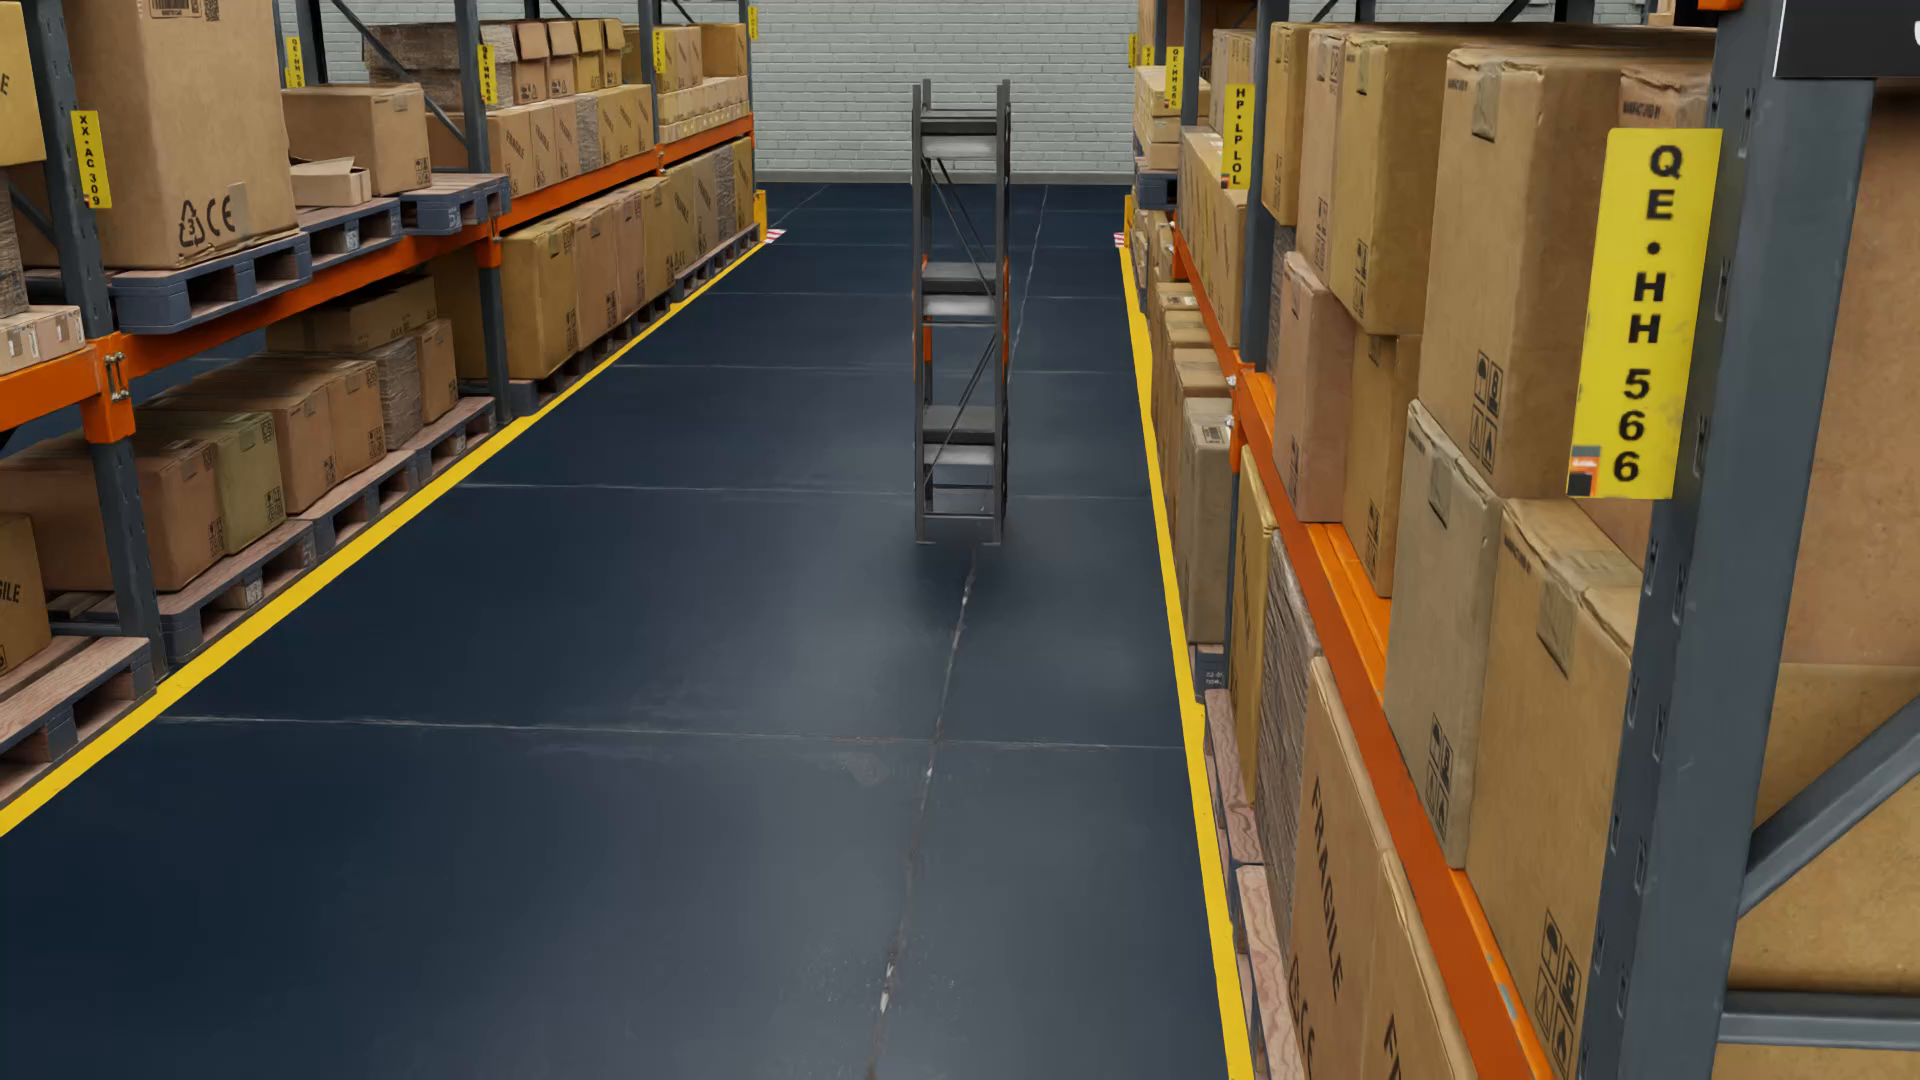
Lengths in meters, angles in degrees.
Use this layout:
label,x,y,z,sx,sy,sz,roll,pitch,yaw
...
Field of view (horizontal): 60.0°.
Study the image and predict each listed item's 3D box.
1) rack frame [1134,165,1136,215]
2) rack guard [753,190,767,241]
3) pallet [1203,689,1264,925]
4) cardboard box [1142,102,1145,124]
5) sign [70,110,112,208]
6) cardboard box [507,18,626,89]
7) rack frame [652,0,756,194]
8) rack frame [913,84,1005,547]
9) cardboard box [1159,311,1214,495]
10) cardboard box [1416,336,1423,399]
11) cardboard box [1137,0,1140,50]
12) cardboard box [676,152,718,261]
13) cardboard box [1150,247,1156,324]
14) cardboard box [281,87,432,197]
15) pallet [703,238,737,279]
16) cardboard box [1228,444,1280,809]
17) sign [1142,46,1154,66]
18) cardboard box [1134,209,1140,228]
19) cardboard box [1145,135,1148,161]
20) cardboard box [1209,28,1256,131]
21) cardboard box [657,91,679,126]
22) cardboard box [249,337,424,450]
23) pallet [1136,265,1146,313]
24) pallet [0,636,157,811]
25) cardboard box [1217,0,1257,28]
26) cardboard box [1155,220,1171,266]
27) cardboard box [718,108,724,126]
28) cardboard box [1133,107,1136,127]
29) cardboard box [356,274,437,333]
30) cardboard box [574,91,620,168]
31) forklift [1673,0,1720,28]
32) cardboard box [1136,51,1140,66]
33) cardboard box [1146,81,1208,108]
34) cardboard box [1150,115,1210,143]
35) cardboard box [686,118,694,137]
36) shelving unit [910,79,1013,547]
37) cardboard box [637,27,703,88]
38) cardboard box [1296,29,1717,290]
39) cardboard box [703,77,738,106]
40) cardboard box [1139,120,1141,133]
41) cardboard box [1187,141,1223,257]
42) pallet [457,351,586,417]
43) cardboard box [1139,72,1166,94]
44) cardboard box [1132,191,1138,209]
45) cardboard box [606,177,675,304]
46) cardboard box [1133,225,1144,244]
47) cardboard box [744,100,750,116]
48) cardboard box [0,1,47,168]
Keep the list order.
label,x,y,z,sx,sy,sz,roll,pitch,yaw
rack frame,2.287,-4.483,16.787,1.000,3.000,0.127,1,18,4
rack guard,-2.652,-3.445,17.632,1.175,0.500,0.348,1,18,4
pallet,1.294,0.804,5.131,1.003,0.211,1.213,1,18,4
cardboard box,1.385,-2.784,10.853,0.380,0.149,0.250,2,18,5
sign,-2.972,-1.300,5.682,0.100,0.325,0.005,1,18,4
cardboard box,-2.978,-3.708,12.651,0.797,0.503,0.637,1,18,2
rack frame,-2.653,-4.625,17.220,1.000,3.000,0.127,1,18,4
rack frame,-0.006,-0.973,7.522,0.400,2.100,0.015,1,18,4
cardboard box,1.520,-0.670,8.089,1.050,0.750,0.750,2,18,5
cardboard box,1.304,-0.043,2.998,0.875,0.550,0.550,1,18,4
cardboard box,1.990,-5.013,16.162,0.500,0.500,0.500,1,18,4
cardboard box,-2.749,-3.055,15.168,0.875,0.875,0.875,1,18,4
cardboard box,1.646,-1.864,12.135,0.500,0.500,0.500,2,18,6
cardboard box,-3.166,-2.043,8.506,0.700,0.500,0.500,4,19,12
pallet,-2.723,-2.672,15.738,1.003,0.211,1.213,1,18,4
cardboard box,1.311,0.248,5.087,0.875,0.875,0.875,2,18,5
sign,1.458,-3.662,12.890,0.100,0.325,0.005,1,18,4
cardboard box,1.861,-3.073,15.910,0.380,0.149,0.250,2,18,6
cardboard box,1.328,-2.399,10.156,0.380,0.149,0.250,2,18,5
cardboard box,1.671,-2.382,8.608,0.700,0.500,0.500,1,18,4
cardboard box,-2.645,-3.593,13.833,0.500,0.250,0.500,1,18,3
cardboard box,-3.282,-0.780,8.795,0.700,0.500,0.500,0,18,-1
pallet,2.013,-2.125,14.068,1.003,0.211,1.213,1,18,4
pallet,-3.527,0.637,5.641,1.003,0.211,1.213,1,18,4
cardboard box,2.275,-4.039,13.189,0.500,0.500,0.500,2,18,5
cardboard box,1.607,-2.061,11.532,0.500,0.250,0.500,2,18,6
cardboard box,-2.440,-3.990,15.685,0.380,0.149,0.250,1,18,4
cardboard box,1.513,-3.209,12.627,0.380,0.149,0.250,0,18,1
cardboard box,-3.245,-1.309,9.204,0.500,0.250,0.500,2,18,6
cardboard box,-2.774,-2.963,11.987,0.500,0.500,0.500,1,18,3
forklift,4.557,-1.854,8.873,3.031,2.935,1.130,-6,19,-17
cardboard box,1.979,-4.538,16.318,0.500,0.500,0.500,2,18,7
cardboard box,1.345,-2.766,10.320,0.380,0.149,0.250,2,18,6
cardboard box,1.294,-2.383,9.631,0.380,0.149,0.250,2,18,5
cardboard box,-2.533,-3.593,14.474,0.380,0.149,0.250,1,18,2
shelving unit,0.012,-1.049,7.753,0.431,2.100,0.503,1,18,4
cardboard box,-2.575,-4.267,14.685,0.500,0.500,0.500,1,18,2
cardboard box,1.266,-0.888,3.842,0.875,0.550,0.550,1,18,4
cardboard box,-2.460,-4.381,16.239,0.500,0.250,0.500,1,18,3
cardboard box,1.425,-2.803,11.389,0.380,0.149,0.250,1,18,3
cardboard box,1.341,-1.598,7.821,0.500,0.500,0.500,1,18,4
pallet,-3.095,-1.058,10.814,1.003,0.211,1.213,1,18,4
cardboard box,1.440,-3.168,11.548,0.380,0.149,0.250,1,18,3
cardboard box,1.865,-3.291,16.099,0.380,0.149,0.250,1,18,4
cardboard box,-2.966,-2.373,13.086,1.225,0.875,0.875,1,18,4
cardboard box,1.854,-2.935,15.966,0.380,0.149,0.250,2,18,5
cardboard box,-2.350,-4.388,16.899,0.380,0.149,0.250,2,18,5
cardboard box,-3.271,-1.416,5.183,0.500,0.500,0.500,1,18,4
